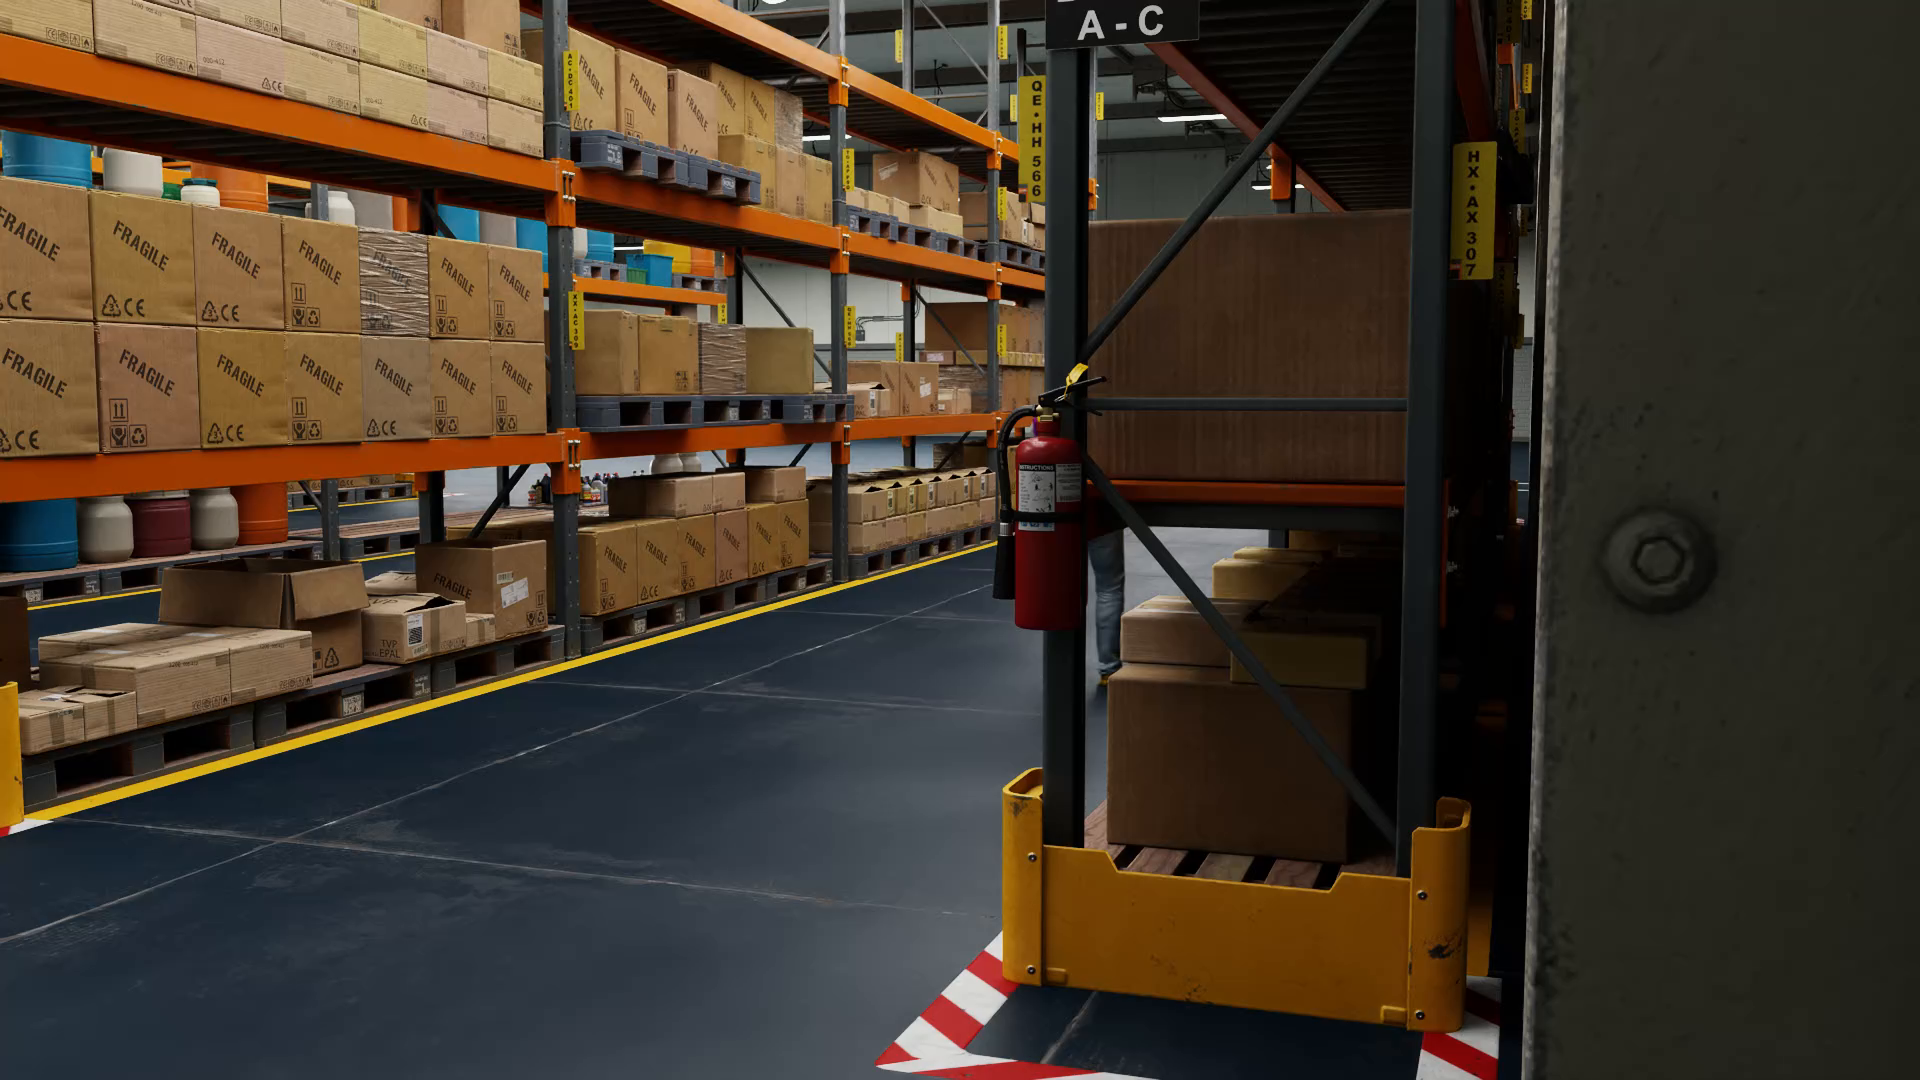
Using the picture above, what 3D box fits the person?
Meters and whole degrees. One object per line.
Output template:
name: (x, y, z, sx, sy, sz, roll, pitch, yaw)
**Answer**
person: (0.676, -0.132, 8.818, 0.558, 1.769, 0.520, 2, 5, 18)
